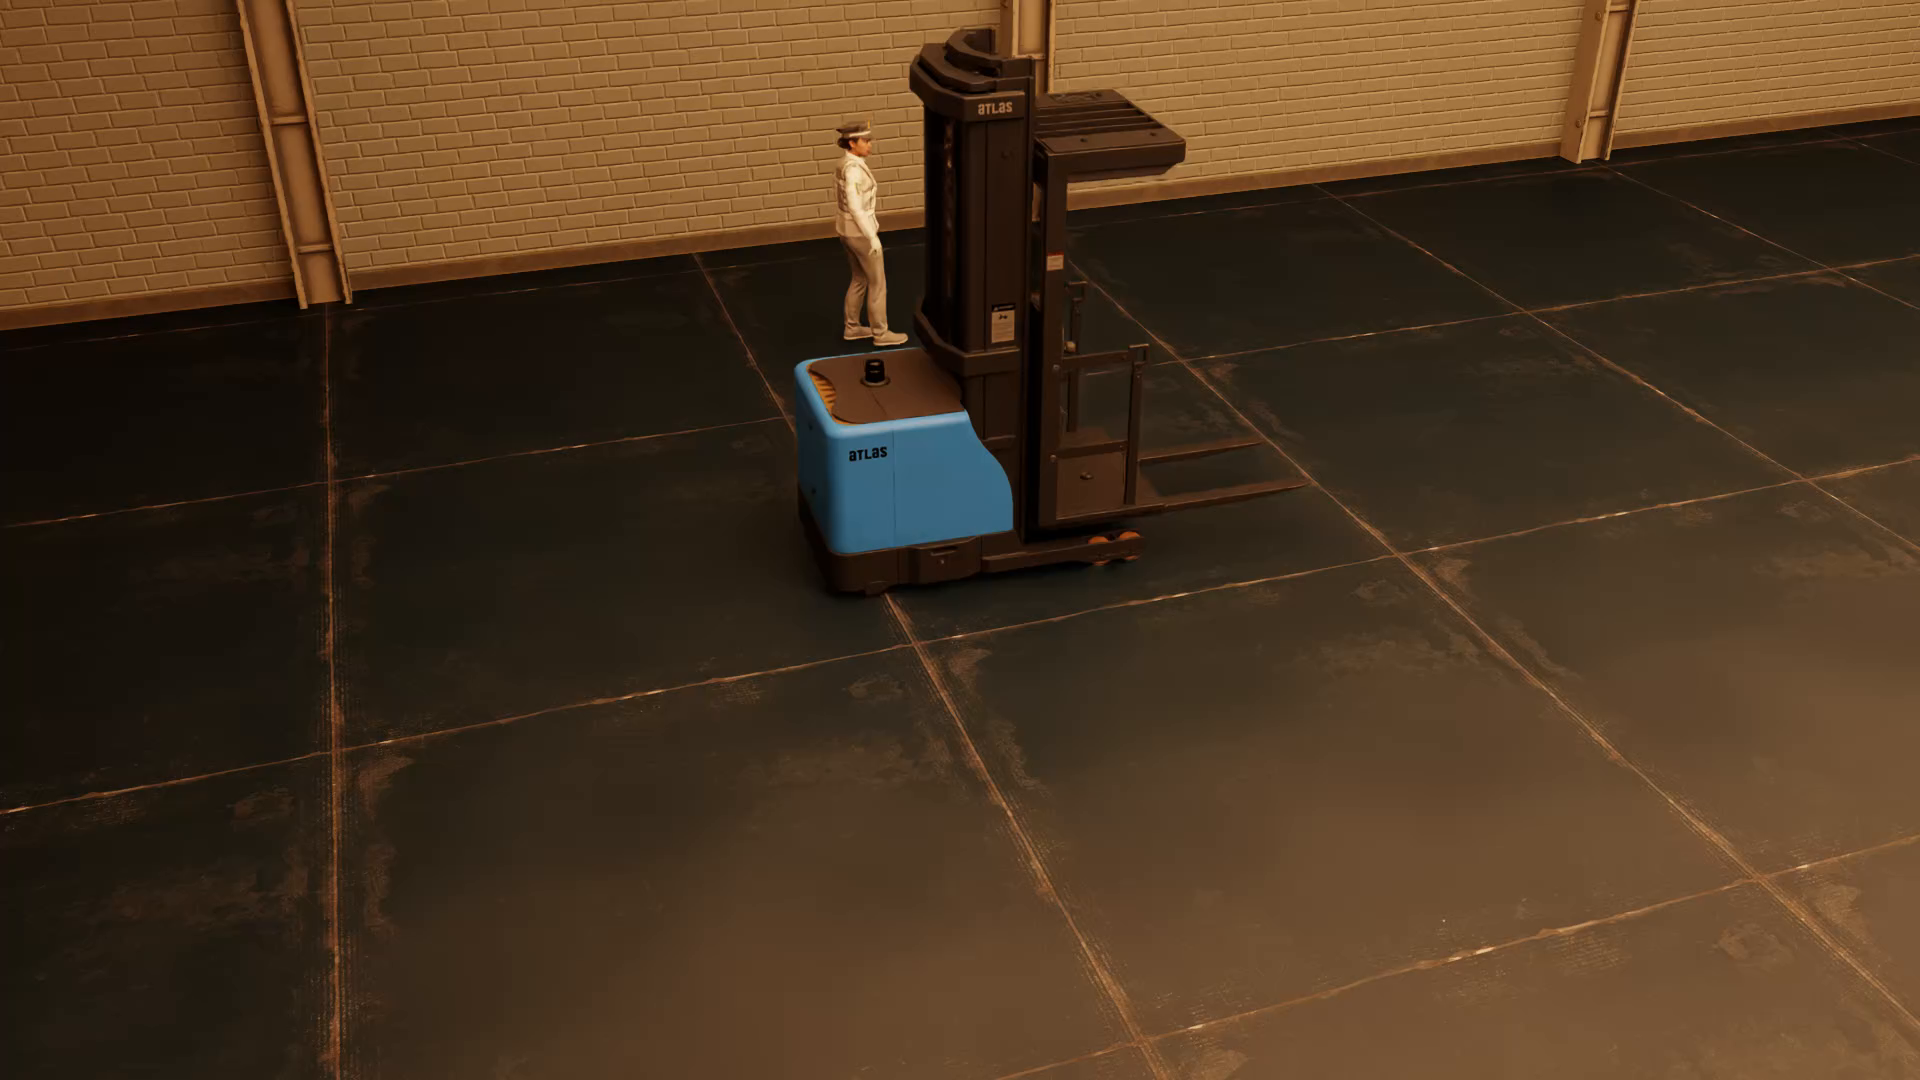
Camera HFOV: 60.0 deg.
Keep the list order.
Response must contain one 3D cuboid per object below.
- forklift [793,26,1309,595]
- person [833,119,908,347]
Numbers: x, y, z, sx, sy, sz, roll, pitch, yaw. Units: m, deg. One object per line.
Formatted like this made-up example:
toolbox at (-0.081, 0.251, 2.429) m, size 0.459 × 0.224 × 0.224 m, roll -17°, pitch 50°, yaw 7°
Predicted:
forklift at (0.590, -1.367, 9.462) m, size 3.031 × 2.935 × 1.130 m, roll -8°, pitch 31°, yaw -14°
person at (-0.674, -2.271, 12.297) m, size 0.476 × 1.676 × 0.657 m, roll -12°, pitch 32°, yaw -20°
